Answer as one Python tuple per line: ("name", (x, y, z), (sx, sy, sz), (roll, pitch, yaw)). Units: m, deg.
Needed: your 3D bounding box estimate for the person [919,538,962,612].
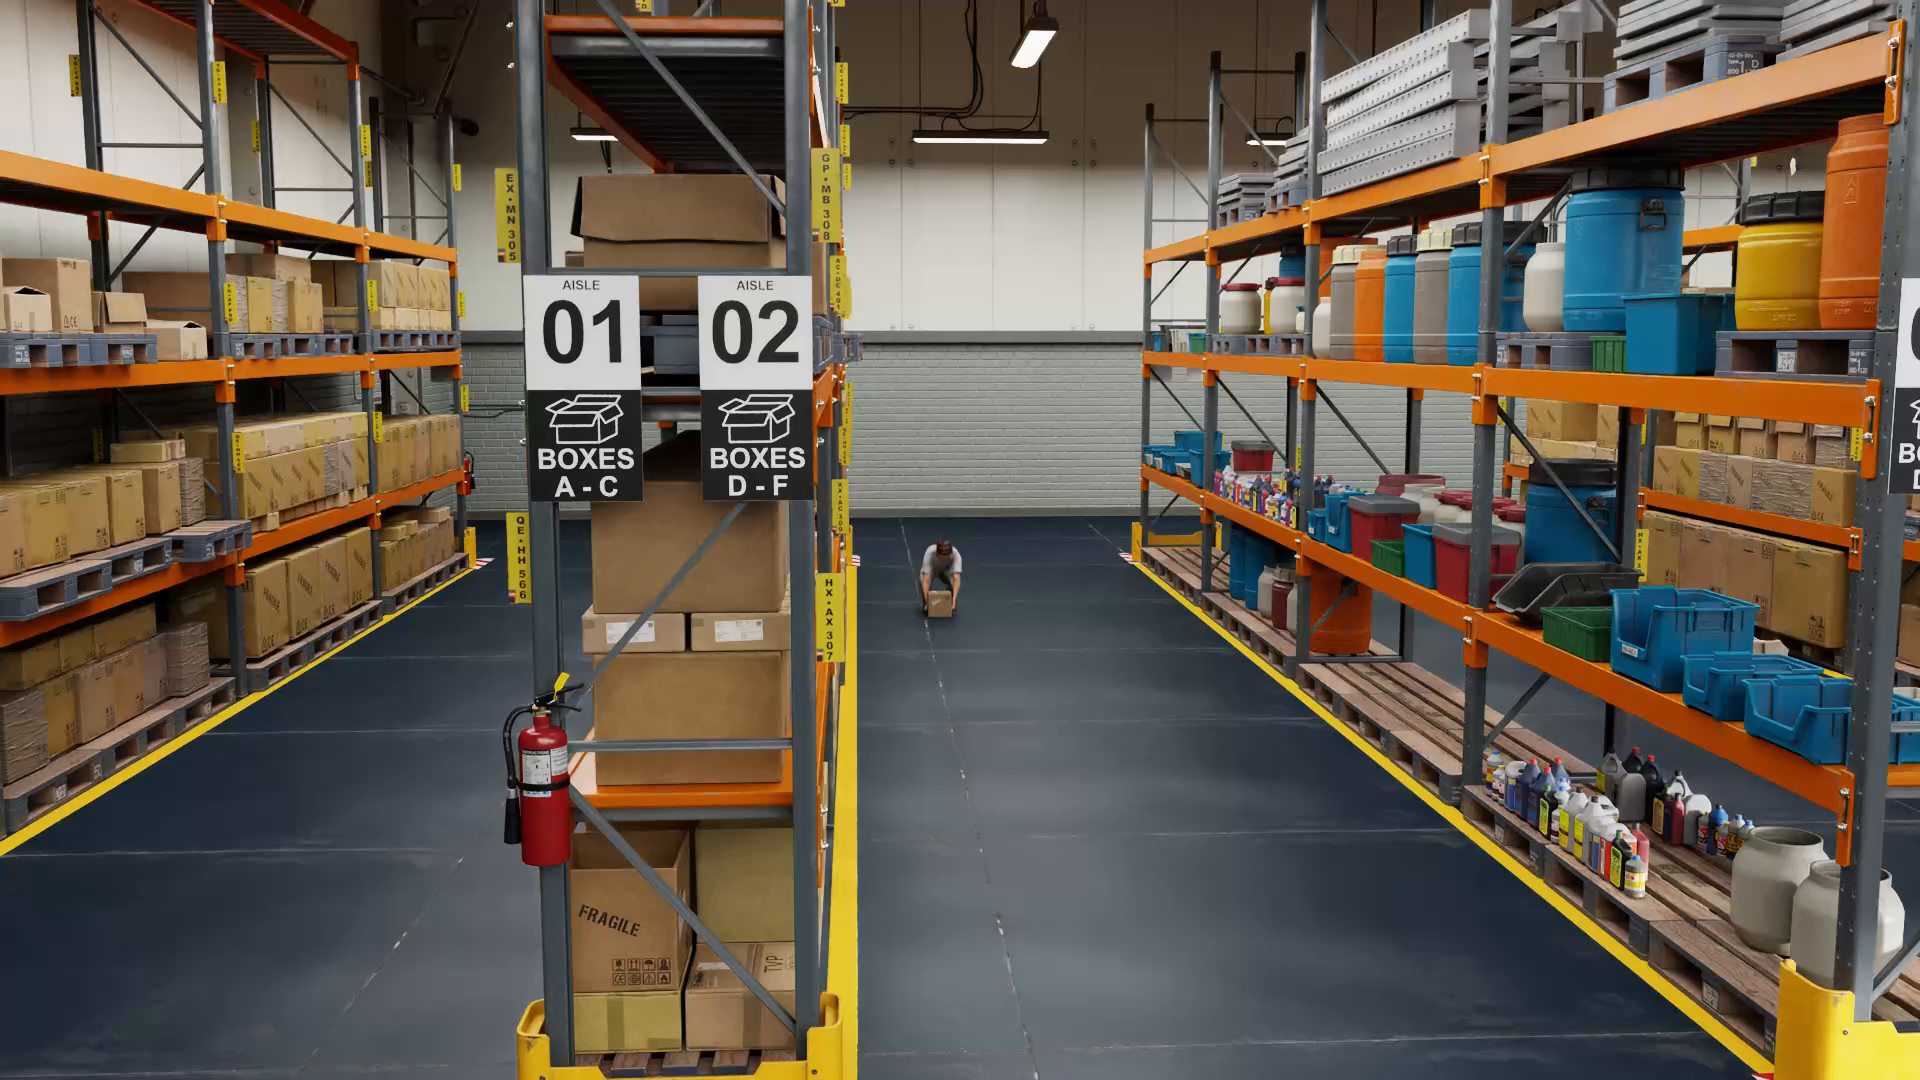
("person", (-0.223, 0.370, 18.262), (0.467, 0.825, 0.801), (0, 7, -4))
